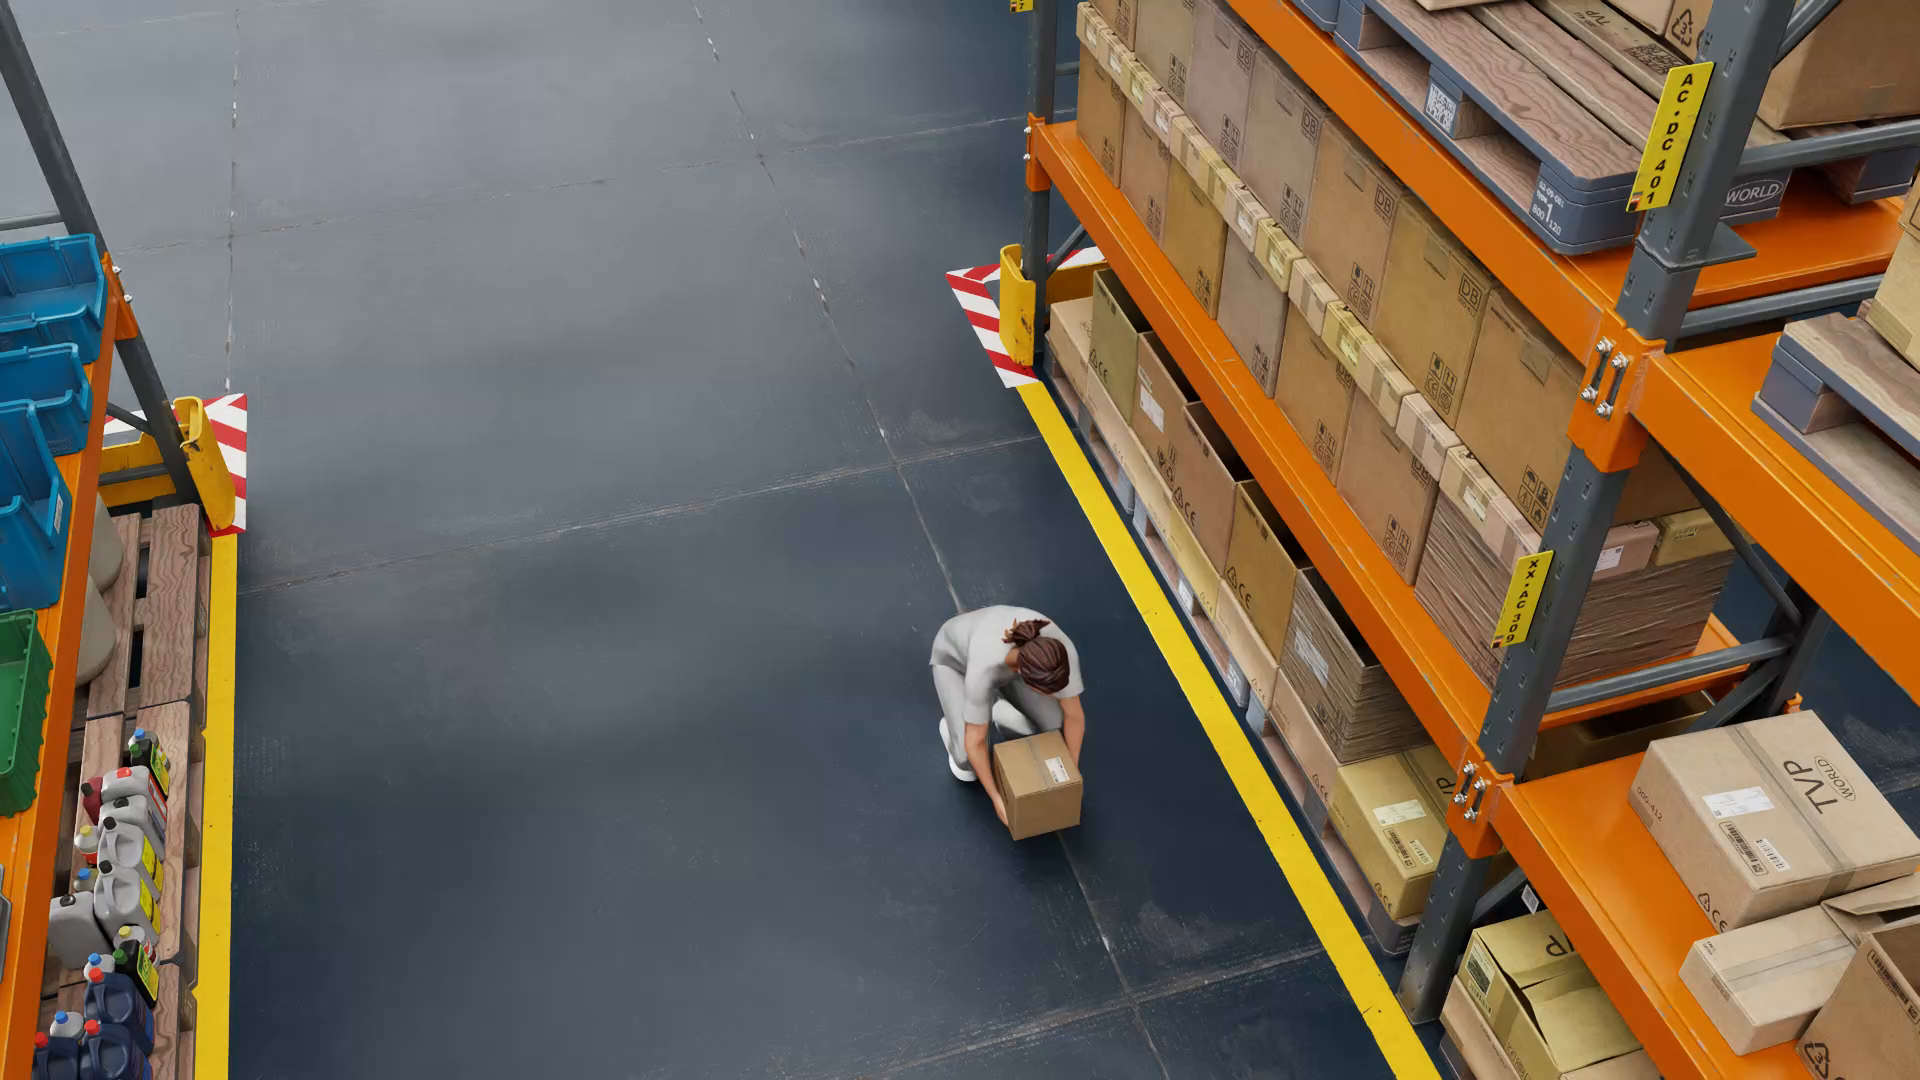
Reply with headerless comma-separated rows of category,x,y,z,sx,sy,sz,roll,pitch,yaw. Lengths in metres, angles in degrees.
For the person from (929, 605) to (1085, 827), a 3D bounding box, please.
person,0.175,0.560,6.104,0.490,0.931,0.810,-13,44,-14
